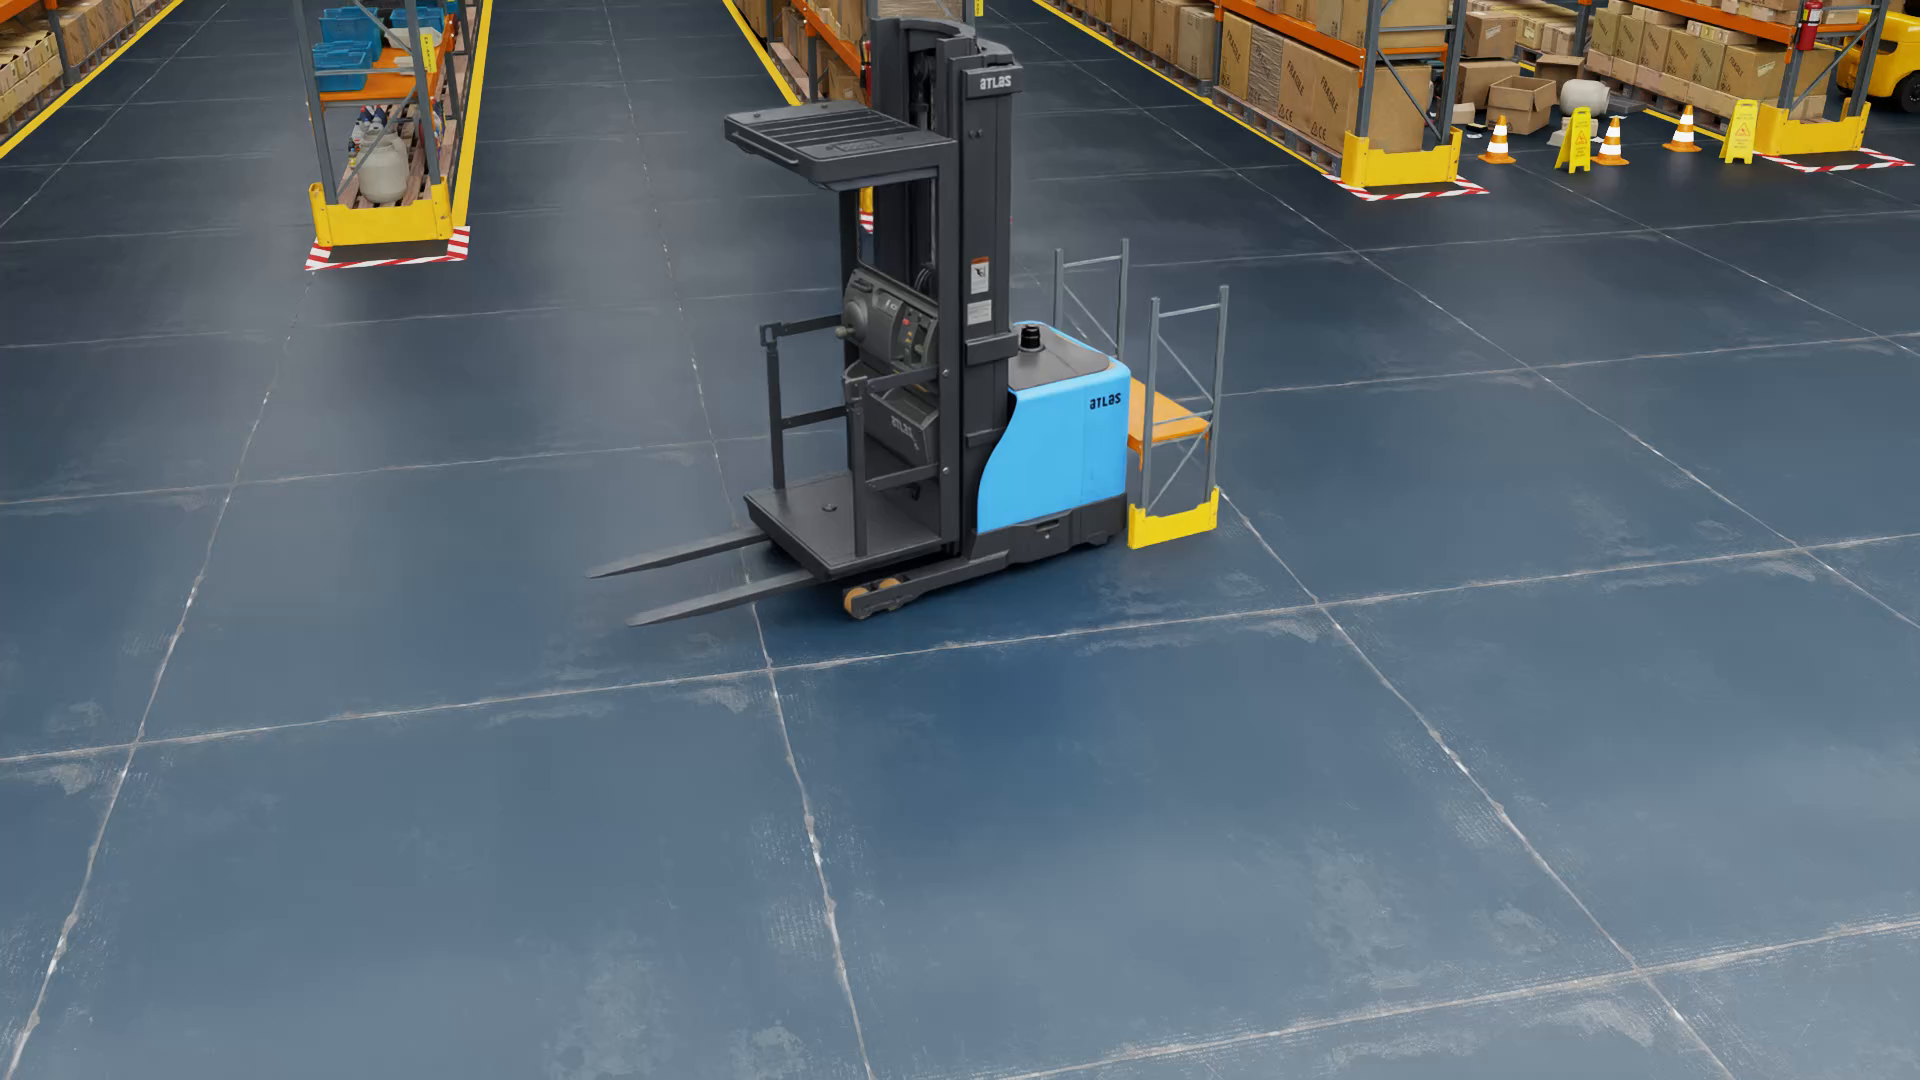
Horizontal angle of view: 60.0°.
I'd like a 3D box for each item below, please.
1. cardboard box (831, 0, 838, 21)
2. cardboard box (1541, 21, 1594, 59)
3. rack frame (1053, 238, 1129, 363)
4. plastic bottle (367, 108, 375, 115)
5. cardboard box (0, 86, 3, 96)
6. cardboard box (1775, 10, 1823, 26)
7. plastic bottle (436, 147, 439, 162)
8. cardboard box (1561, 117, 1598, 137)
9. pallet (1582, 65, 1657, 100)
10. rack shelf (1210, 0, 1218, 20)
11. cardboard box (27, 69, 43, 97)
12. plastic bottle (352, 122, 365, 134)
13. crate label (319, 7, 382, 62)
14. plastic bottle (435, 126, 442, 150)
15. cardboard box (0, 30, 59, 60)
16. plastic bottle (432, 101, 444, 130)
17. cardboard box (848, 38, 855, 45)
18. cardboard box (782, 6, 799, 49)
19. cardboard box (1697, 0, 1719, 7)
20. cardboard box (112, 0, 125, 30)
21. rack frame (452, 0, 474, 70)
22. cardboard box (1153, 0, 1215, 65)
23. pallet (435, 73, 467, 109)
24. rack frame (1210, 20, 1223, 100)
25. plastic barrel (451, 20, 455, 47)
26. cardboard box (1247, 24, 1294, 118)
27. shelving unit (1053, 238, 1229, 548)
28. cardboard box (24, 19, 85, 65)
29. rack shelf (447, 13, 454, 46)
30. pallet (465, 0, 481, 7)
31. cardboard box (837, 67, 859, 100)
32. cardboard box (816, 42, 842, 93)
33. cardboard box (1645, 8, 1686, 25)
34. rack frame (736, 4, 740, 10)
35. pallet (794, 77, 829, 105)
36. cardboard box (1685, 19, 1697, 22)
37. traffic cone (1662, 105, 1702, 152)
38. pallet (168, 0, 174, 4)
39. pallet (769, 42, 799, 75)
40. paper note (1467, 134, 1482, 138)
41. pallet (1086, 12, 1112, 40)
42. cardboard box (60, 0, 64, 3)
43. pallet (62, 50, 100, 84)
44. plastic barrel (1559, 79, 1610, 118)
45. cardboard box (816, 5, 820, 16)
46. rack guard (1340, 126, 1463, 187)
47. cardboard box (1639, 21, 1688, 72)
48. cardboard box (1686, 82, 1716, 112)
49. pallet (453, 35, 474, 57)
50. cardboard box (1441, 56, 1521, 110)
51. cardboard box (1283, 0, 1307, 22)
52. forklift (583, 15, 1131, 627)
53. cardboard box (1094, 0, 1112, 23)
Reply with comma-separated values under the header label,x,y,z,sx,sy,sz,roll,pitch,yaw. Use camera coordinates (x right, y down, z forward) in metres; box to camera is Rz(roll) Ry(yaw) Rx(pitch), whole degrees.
label,x,y,z,sx,sy,sz,roll,pitch,yaw
cardboard box,-0.862,-5.658,17.190,0.875,0.500,0.500,-6,27,-12
cardboard box,8.270,-6.591,21.930,0.950,0.372,0.625,-6,27,-11
rack frame,0.790,-1.094,10.252,0.500,1.500,0.032,-13,30,-24
plastic bottle,-6.346,-4.494,17.860,0.152,0.276,0.135,-5,27,-10
cardboard box,-10.875,-4.973,18.238,0.500,0.311,0.500,-6,27,-12
cardboard box,8.999,-5.621,17.836,0.380,0.149,0.250,-5,27,-10
plastic bottle,-5.317,-3.902,16.768,0.097,0.201,0.097,0,27,0
cardboard box,7.029,-4.688,18.873,0.380,0.149,0.250,8,28,15
pallet,8.576,-5.811,21.028,1.003,0.211,1.213,-6,27,-12
rack shelf,3.140,-7.357,21.795,1.077,0.370,4.000,-6,27,-12
cardboard box,-11.232,-5.399,19.703,0.500,0.250,0.500,-5,27,-10
plastic bottle,-6.132,-4.104,17.003,0.144,0.351,0.185,-5,27,-9
crate label,-5.867,-4.878,16.046,0.502,0.435,0.616,-6,27,-12
plastic bottle,-5.439,-4.171,17.224,0.097,0.271,0.097,0,27,0
cardboard box,-11.461,-6.098,20.465,0.500,0.311,0.500,-5,27,-10
plastic bottle,-5.621,-4.514,17.815,0.144,0.351,0.185,-7,28,-14
cardboard box,-0.926,-5.124,16.851,0.380,0.149,0.250,-6,27,-12
cardboard box,-1.996,-6.885,22.347,0.700,0.500,0.500,-7,28,-14
cardboard box,8.643,-6.175,18.935,0.380,0.149,0.250,-6,27,-12
cardboard box,-12.226,-7.523,23.612,0.500,0.500,0.500,-6,27,-11
rack frame,-6.992,-7.593,21.465,1.000,3.000,0.127,-6,27,-12
cardboard box,3.149,-6.670,21.667,1.050,0.750,0.750,-6,27,-12
pallet,-6.583,-5.470,20.353,1.003,0.211,1.213,-6,27,-12
rack frame,3.590,-6.800,19.893,1.000,3.000,0.127,-6,27,-12
plastic barrel,-7.119,-7.025,22.282,0.600,0.830,0.708,-6,27,-12
cardboard box,3.871,-5.360,18.933,0.875,0.875,0.875,-6,27,-11
shelving unit,1.021,-0.894,9.857,0.587,1.500,1.083,-13,30,-24
cardboard box,-11.643,-6.401,21.390,0.500,0.500,0.500,-5,27,-9
rack shelf,-6.541,-6.394,19.888,1.077,0.370,4.000,-6,27,-12
pallet,-8.097,-8.423,26.205,1.003,0.211,1.213,-6,27,-12
cardboard box,-1.077,-4.982,18.599,0.500,0.500,0.500,2,27,5
cardboard box,-1.382,-5.693,19.985,0.700,0.500,0.500,-8,28,-16
cardboard box,8.411,-6.240,19.818,0.380,0.149,0.250,-4,27,-9
rack frame,-3.068,-9.852,25.941,1.000,3.000,0.127,-6,27,-12
pallet,-1.442,-5.437,20.288,1.003,0.211,1.213,-6,27,-12
cardboard box,9.018,-5.962,19.986,0.500,0.500,0.500,-5,27,-9
traffic cone,7.938,-4.516,18.184,0.336,0.463,0.334,-6,27,-12
pallet,-13.424,-8.976,27.299,1.003,0.211,1.213,-6,27,-12
pallet,-1.991,-6.508,22.410,1.003,0.211,1.213,-6,27,-12
paper note,5.802,-4.560,18.752,0.144,0.017,0.142,3,27,6
pallet,2.514,-7.654,24.680,1.003,0.211,1.213,-6,27,-12
cardboard box,-12.612,-7.238,23.048,0.500,0.500,0.500,-6,27,-11
pallet,-11.950,-6.179,21.758,1.003,0.211,1.213,-6,27,-12
plastic barrel,7.351,-5.194,19.570,0.512,0.421,0.421,13,30,24
cardboard box,-1.382,-5.885,18.360,0.380,0.149,0.250,-6,27,-12
rack guard,4.497,-3.917,16.956,1.175,0.500,0.348,-6,27,-12
cardboard box,8.508,-5.893,19.851,0.500,0.500,0.500,-5,27,-9
cardboard box,8.738,-5.106,19.124,0.500,0.250,0.500,-6,27,-11
pallet,-7.210,-6.690,22.771,1.003,0.211,1.213,-6,27,-12
cardboard box,6.211,-5.461,19.860,0.797,0.637,0.503,-6,27,-12
cardboard box,4.055,-5.995,18.133,0.875,0.550,0.500,-6,27,-12
forklift,-0.553,-1.157,8.789,3.031,2.935,1.130,-15,31,-28
cardboard box,2.286,-7.890,24.360,0.500,0.500,0.500,-6,27,-12
